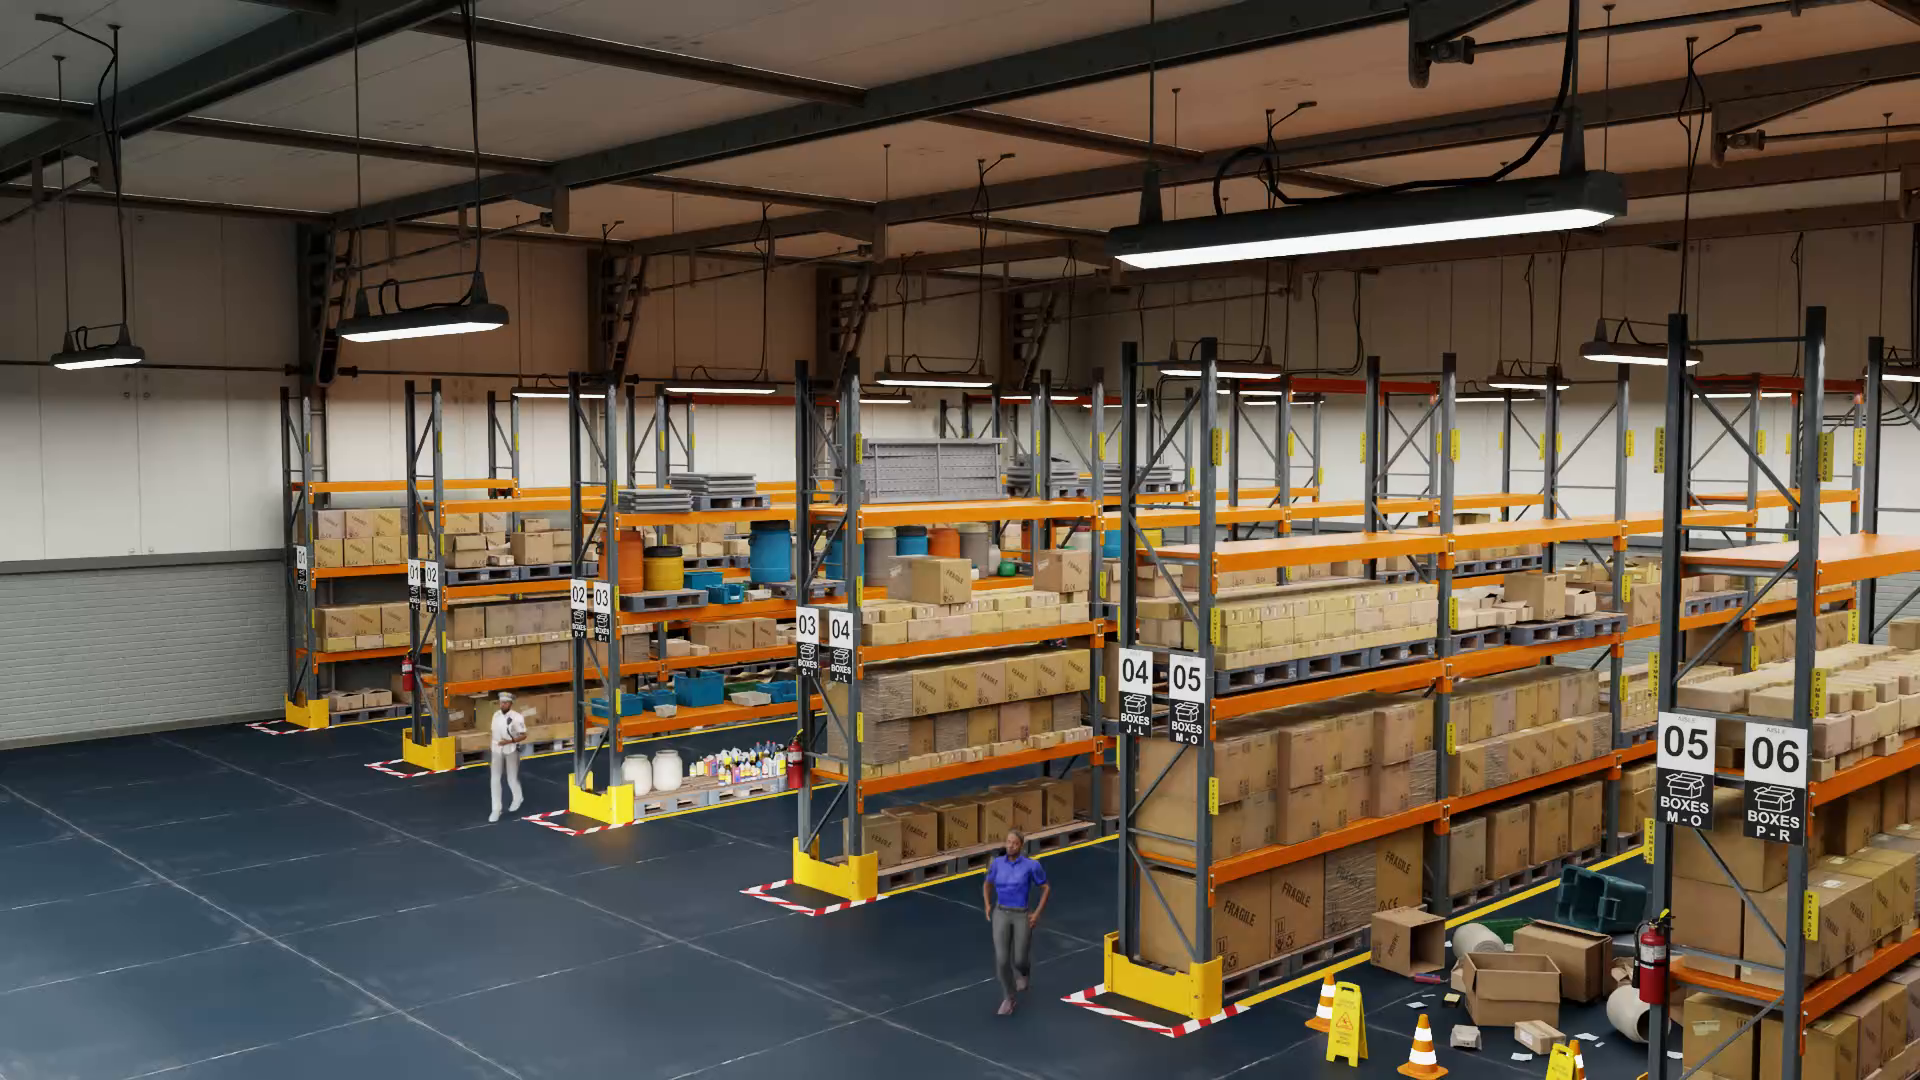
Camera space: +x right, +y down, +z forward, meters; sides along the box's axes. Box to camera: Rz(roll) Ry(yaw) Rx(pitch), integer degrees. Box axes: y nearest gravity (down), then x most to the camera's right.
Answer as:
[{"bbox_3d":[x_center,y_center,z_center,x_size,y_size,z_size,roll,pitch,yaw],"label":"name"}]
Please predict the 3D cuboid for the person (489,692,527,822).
[{"bbox_3d":[-6.092,2.867,22.366,0.569,1.684,0.848,0,4,5],"label":"person"}]

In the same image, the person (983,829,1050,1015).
[{"bbox_3d":[0.502,3.460,14.995,0.618,1.539,0.597,1,4,14],"label":"person"}]

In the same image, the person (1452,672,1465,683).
[{"bbox_3d":[7.385,2.702,24.637,0.651,1.802,1.036,3,5,40],"label":"person"}]
